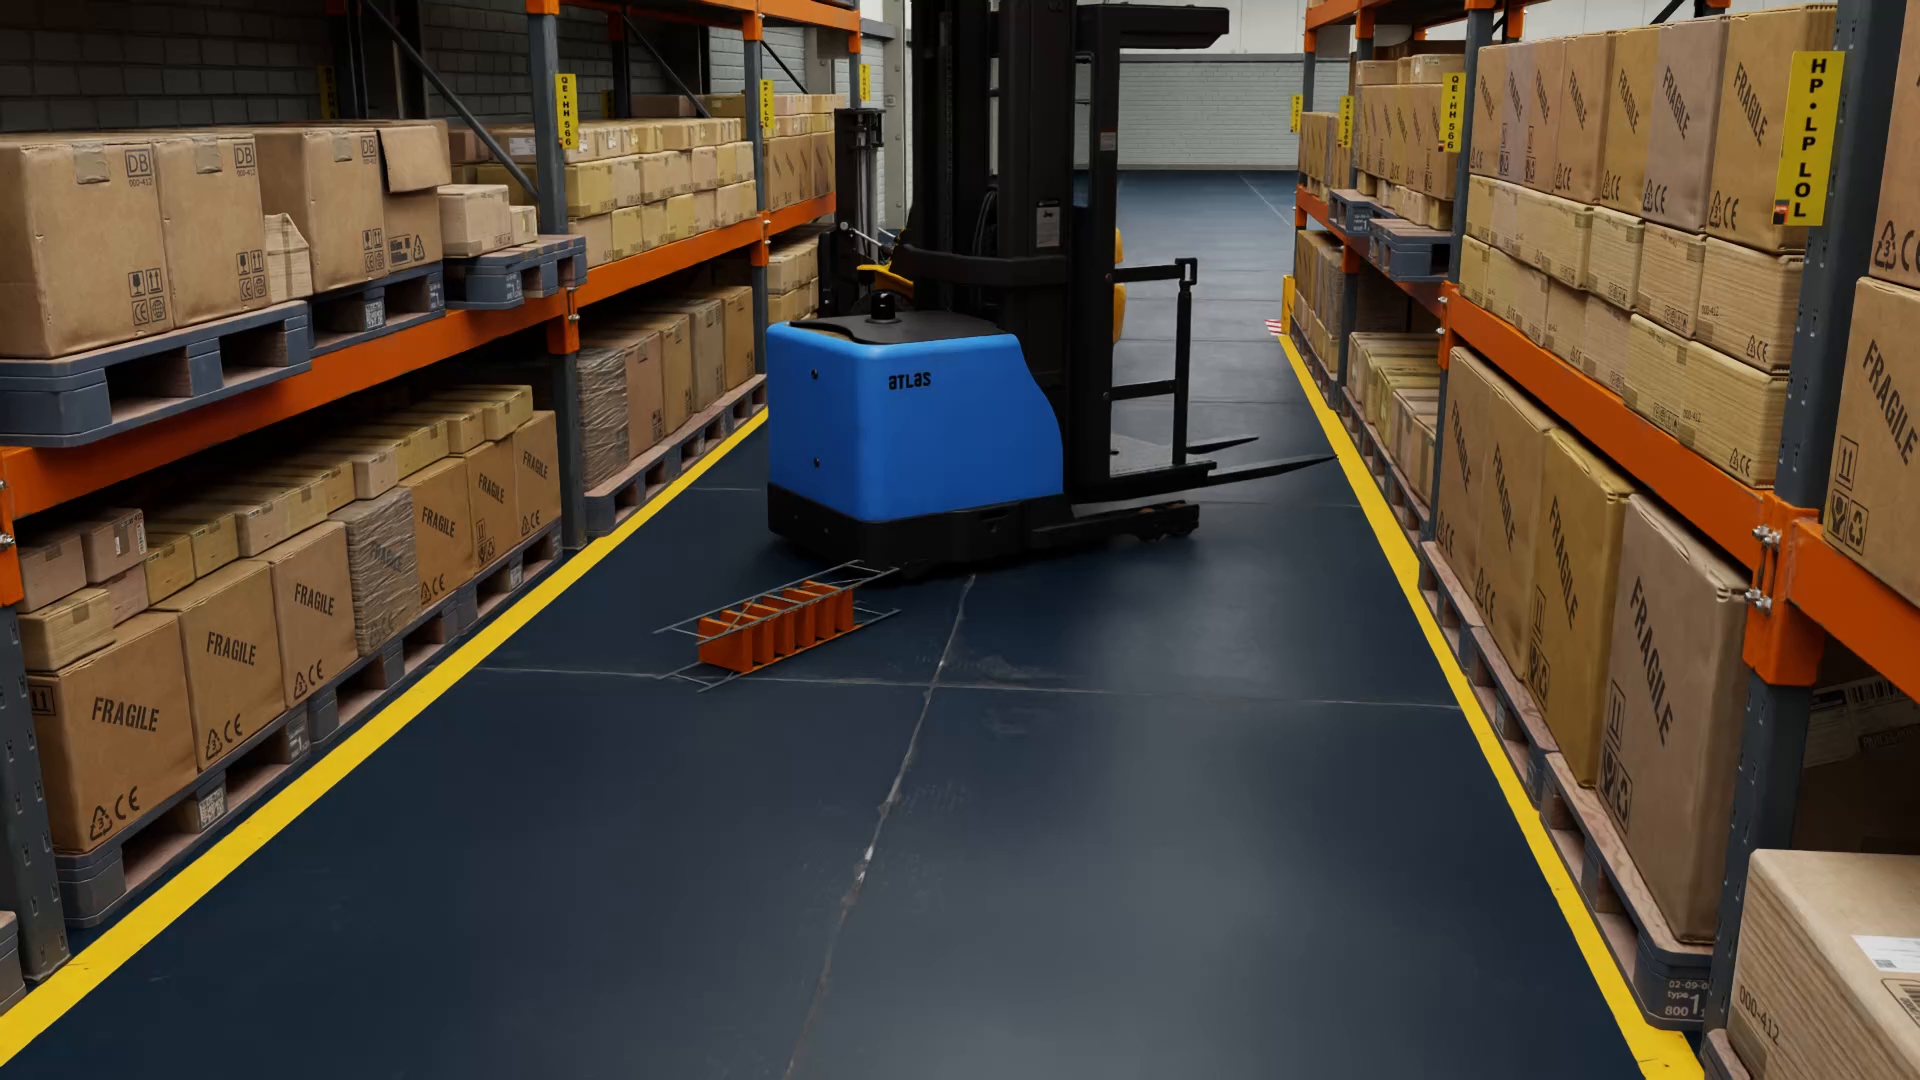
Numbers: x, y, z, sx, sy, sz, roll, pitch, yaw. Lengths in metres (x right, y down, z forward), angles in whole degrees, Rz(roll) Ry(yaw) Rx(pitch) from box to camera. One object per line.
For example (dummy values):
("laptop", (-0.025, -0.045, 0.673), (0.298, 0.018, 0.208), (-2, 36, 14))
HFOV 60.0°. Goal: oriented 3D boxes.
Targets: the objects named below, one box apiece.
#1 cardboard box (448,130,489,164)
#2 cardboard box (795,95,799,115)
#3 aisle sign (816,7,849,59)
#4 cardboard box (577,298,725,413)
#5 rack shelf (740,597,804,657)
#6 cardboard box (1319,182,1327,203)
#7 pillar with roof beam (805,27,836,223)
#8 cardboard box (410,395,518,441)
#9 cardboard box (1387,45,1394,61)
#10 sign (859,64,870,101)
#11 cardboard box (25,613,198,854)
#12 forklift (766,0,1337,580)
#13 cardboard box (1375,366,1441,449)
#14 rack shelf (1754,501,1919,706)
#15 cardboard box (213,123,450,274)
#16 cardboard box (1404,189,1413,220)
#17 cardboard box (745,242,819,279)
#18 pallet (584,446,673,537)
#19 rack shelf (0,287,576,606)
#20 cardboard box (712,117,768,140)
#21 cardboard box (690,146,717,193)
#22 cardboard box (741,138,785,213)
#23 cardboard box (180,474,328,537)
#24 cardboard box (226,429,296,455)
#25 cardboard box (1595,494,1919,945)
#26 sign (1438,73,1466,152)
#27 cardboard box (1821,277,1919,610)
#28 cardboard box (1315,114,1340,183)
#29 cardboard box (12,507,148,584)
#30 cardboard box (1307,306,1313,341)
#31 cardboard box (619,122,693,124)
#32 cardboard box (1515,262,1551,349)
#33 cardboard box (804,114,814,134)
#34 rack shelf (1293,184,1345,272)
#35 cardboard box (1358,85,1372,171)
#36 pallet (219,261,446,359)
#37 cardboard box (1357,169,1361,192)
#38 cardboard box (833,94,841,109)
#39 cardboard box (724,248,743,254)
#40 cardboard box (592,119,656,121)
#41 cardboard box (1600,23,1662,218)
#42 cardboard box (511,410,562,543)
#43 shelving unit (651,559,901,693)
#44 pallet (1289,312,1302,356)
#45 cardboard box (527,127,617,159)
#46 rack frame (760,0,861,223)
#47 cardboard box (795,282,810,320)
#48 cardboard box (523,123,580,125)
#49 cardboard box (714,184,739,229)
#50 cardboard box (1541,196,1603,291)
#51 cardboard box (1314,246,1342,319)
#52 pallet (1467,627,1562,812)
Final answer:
("cardboard box", (-2.472, -1.870, 7.897), (0.380, 0.149, 0.250), (2, 15, 8))
("cardboard box", (-1.432, -3.304, 12.629), (0.380, 0.149, 0.250), (1, 15, 5))
("aisle sign", (-1.105, -4.757, 15.026), (0.394, 0.787, 0.004), (2, 15, 6))
("cardboard box", (-1.999, -1.176, 10.508), (0.875, 0.625, 0.625), (2, 15, 6))
("rack shelf", (-0.742, 0.339, 6.536), (0.258, 0.180, 0.103), (11, 19, 34))
("cardboard box", (2.973, -2.679, 12.803), (0.380, 0.149, 0.250), (2, 15, 7))
("pillar with roof beam", (2.576, -7.665, 19.268), (9.100, 9.000, 0.400), (2, 15, 6))
("cardboard box", (-2.111, -0.520, 7.081), (0.380, 0.149, 0.250), (1, 15, 3))
("cardboard box", (3.504, -3.354, 12.143), (0.700, 0.500, 0.500), (1, 15, 5))
("sign", (-0.867, -4.147, 15.080), (0.100, 0.325, 0.005), (2, 15, 6))
("cardboard box", (-2.481, 0.504, 4.535), (0.500, 0.500, 0.500), (2, 15, 9))
("forklift", (0.584, -1.510, 8.132), (3.031, 2.935, 1.130), (-10, 18, -32))
("cardboard box", (2.865, -0.742, 9.388), (0.950, 0.372, 0.625), (2, 15, 8))
("rack shelf", (1.948, 0.630, 1.463), (1.077, 0.370, 4.000), (2, 15, 6))
("cardboard box", (-2.308, -1.242, 6.007), (0.797, 0.503, 0.637), (1, 15, 5))
("cardboard box", (2.407, -1.650, 8.194), (0.380, 0.149, 0.250), (1, 15, 4))
("cardboard box", (-1.377, -2.192, 13.069), (0.500, 0.250, 0.500), (2, 15, 8))
("pallet", (-2.176, -0.285, 8.810), (1.003, 0.211, 1.213), (2, 15, 6))
("rack shelf", (-2.533, -0.552, 5.837), (1.077, 0.370, 4.000), (2, 15, 6))
("cardboard box", (-1.559, -2.892, 11.677), (0.380, 0.149, 0.250), (1, 15, 5))
("cardboard box", (-1.772, -2.224, 9.969), (0.500, 0.250, 0.500), (2, 15, 7))
("cardboard box", (-1.547, -2.612, 11.882), (0.500, 0.500, 0.500), (1, 15, 5))
("cardboard box", (-2.369, -0.116, 5.586), (0.380, 0.149, 0.250), (2, 15, 8))
("cardboard box", (-2.785, -0.330, 6.376), (0.380, 0.149, 0.250), (1, 15, 5))
("cardboard box", (2.164, 0.424, 4.113), (0.875, 0.875, 0.875), (2, 15, 8))
("sign", (2.085, -1.807, 7.033), (0.100, 0.325, 0.005), (2, 15, 6))
("cardboard box", (1.861, -0.170, 2.853), (0.500, 0.500, 0.500), (2, 15, 8))
("cardboard box", (3.038, -3.026, 12.847), (0.500, 0.500, 0.500), (1, 15, 5))
("cardboard box", (-2.472, 0.012, 4.542), (0.380, 0.149, 0.250), (1, 15, 4))
("cardboard box", (3.048, -1.748, 13.344), (0.500, 0.250, 0.500), (3, 15, 10))
("cardboard box", (-1.789, -2.390, 9.819), (0.380, 0.149, 0.250), (2, 15, 7))
("cardboard box", (2.214, -0.812, 5.705), (0.500, 0.250, 0.500), (2, 15, 8))
("cardboard box", (-1.364, -3.293, 13.158), (0.380, 0.149, 0.250), (1, 15, 5))
("rack shelf", (3.302, -2.482, 12.973), (1.077, 0.370, 4.000), (2, 15, 6))
("cardboard box", (2.683, -2.462, 9.955), (0.500, 0.500, 0.500), (2, 15, 6))
("pallet", (-2.522, -0.821, 5.820), (1.003, 0.211, 1.213), (2, 15, 6))
("cardboard box", (2.700, -2.258, 10.443), (0.380, 0.149, 0.250), (2, 15, 7))
("cardboard box", (-1.235, -3.766, 14.337), (0.380, 0.149, 0.250), (2, 15, 8))
("cardboard box", (-1.951, -2.079, 12.652), (0.500, 0.250, 0.500), (1, 15, 5))
("cardboard box", (-2.191, -2.664, 10.835), (0.380, 0.149, 0.250), (1, 15, 4))
("cardboard box", (2.102, -1.155, 4.581), (0.500, 0.500, 0.500), (2, 15, 8))
("cardboard box", (-2.142, -0.298, 7.504), (0.500, 0.500, 0.500), (2, 15, 8))
("shelving unit", (-0.697, 0.322, 6.595), (0.258, 0.189, 1.200), (11, 19, 34))
("pallet", (3.392, -1.773, 14.313), (1.003, 0.211, 1.213), (2, 15, 6))
("cardboard box", (-1.946, -1.990, 8.342), (0.380, 0.149, 0.250), (2, 15, 8))
("rack frame", (-1.405, -3.493, 15.334), (1.000, 3.000, 0.127), (2, 15, 6))
("cardboard box", (-1.440, -1.820, 12.650), (0.500, 0.250, 0.500), (2, 15, 6))
("cardboard box", (-2.318, -2.269, 9.372), (0.380, 0.149, 0.250), (2, 15, 8))
("cardboard box", (-1.704, -2.114, 10.523), (0.500, 0.250, 0.500), (2, 15, 6))
("cardboard box", (2.124, -0.924, 5.162), (0.500, 0.250, 0.500), (2, 15, 7))
("cardboard box", (2.989, -1.974, 12.741), (0.500, 0.500, 0.500), (3, 15, 9))
("pallet", (2.321, 0.591, 5.573), (1.003, 0.211, 1.213), (2, 15, 6))
